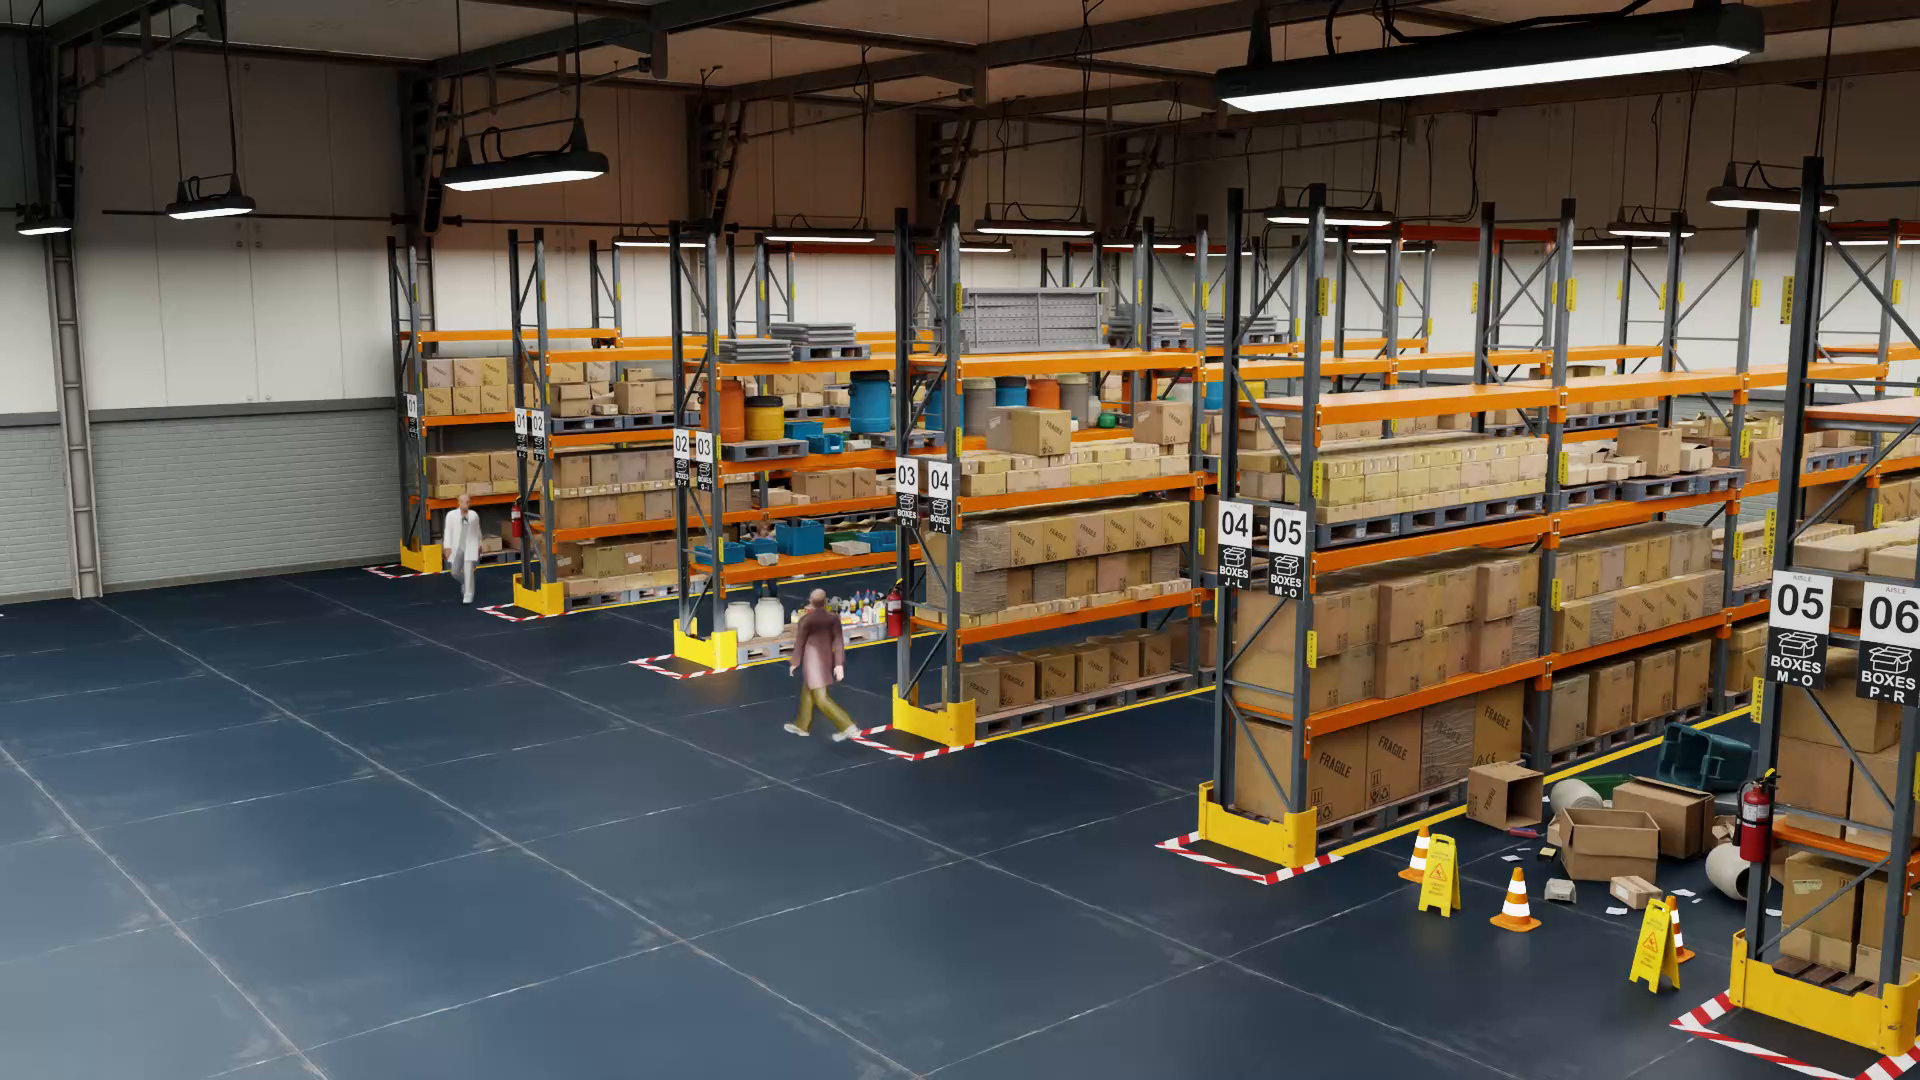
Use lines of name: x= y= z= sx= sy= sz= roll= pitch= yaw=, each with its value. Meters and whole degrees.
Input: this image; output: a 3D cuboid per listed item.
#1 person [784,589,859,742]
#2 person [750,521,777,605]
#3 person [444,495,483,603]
person: x=-1.603 y=1.421 z=18.823 sx=1.093 sy=1.748 sz=0.517 roll=4 pitch=10 yaw=23
person: x=-2.994 y=0.531 z=25.309 sx=0.494 sy=1.656 sz=0.344 roll=-3 pitch=9 yaw=-19
person: x=-8.111 y=0.117 z=27.201 sx=0.539 sy=1.749 sz=0.807 roll=0 pitch=9 yaw=1
